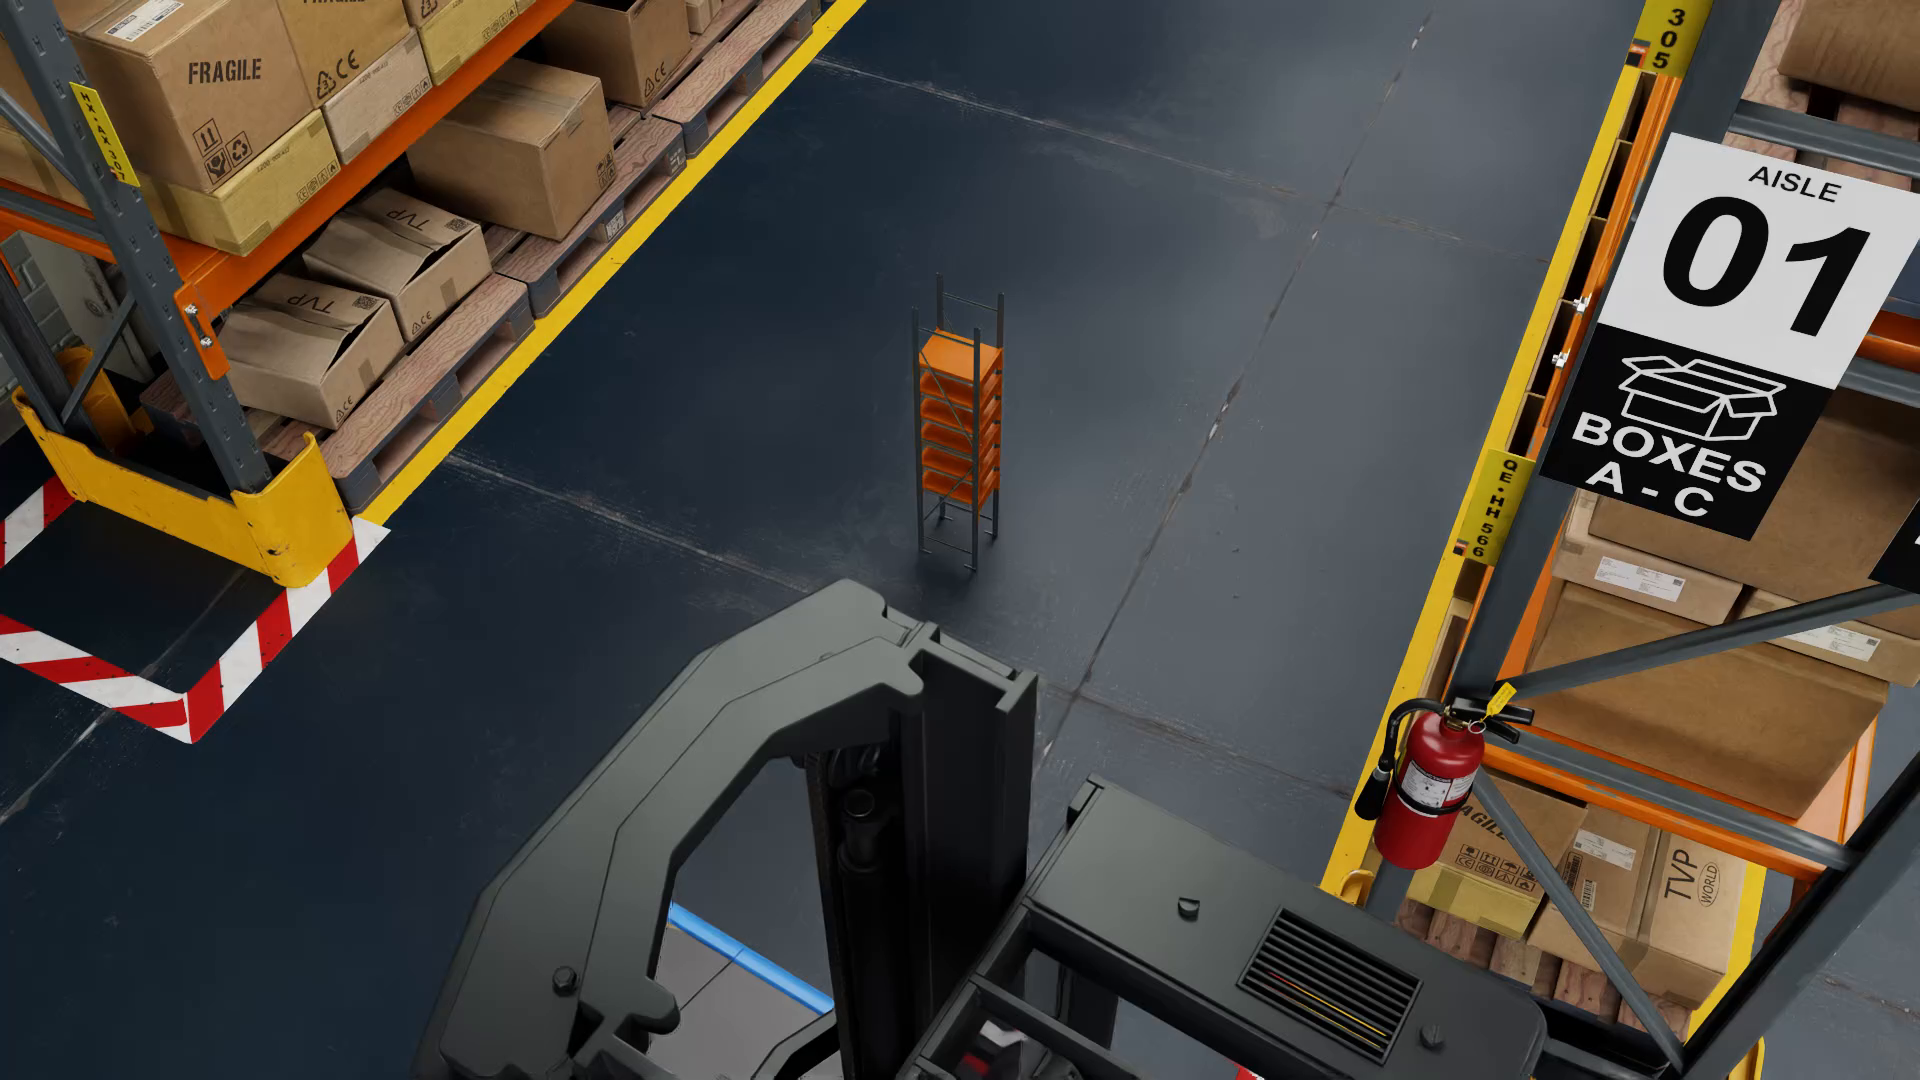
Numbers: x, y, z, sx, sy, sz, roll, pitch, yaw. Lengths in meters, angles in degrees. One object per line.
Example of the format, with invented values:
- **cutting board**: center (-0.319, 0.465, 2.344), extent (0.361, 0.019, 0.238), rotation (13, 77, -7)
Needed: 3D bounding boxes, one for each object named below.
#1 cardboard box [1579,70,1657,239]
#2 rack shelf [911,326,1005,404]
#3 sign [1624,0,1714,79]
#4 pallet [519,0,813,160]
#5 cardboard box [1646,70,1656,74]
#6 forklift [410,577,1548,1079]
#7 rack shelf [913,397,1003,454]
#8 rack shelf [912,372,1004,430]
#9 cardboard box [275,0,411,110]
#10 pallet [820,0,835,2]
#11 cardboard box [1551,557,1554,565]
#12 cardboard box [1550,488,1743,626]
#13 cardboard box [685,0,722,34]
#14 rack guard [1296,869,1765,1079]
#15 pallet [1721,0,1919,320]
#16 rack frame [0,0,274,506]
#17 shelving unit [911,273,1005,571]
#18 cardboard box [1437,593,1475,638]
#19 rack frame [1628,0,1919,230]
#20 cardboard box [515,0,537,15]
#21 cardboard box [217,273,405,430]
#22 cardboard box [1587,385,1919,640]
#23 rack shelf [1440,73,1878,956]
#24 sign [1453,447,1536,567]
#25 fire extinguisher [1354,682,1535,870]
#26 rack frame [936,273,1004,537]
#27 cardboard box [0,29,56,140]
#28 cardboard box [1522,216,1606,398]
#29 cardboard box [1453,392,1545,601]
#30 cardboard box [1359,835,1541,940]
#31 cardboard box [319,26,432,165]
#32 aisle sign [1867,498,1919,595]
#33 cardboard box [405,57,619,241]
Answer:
- **cardboard box**: center (2.811, -1.450, 6.551), extent (0.500, 0.500, 0.500), rotation (20, 52, 16)
- **rack shelf**: center (-0.006, -0.583, 5.544), extent (0.258, 0.103, 0.180), rotation (20, 52, 16)
- **sign**: center (1.098, -0.844, 2.500), extent (0.100, 0.325, 0.005), rotation (20, 52, 16)
- **pallet**: center (-1.444, -2.411, 8.163), extent (1.003, 0.211, 1.213), rotation (20, 52, 16)
- **cardboard box**: center (3.206, -1.978, 7.125), extent (0.500, 0.311, 0.500), rotation (20, 52, 16)
- **forklift**: center (0.186, 1.507, 3.043), extent (3.031, 2.935, 1.130), rotation (26, 54, 20)
- **rack shelf**: center (-0.006, -0.428, 5.727), extent (0.258, 0.103, 0.180), rotation (20, 52, 16)
- **rack shelf**: center (-0.006, -0.506, 5.636), extent (0.258, 0.103, 0.180), rotation (20, 52, 16)
- **cardboard box**: center (-2.202, -1.803, 5.407), extent (0.500, 0.500, 0.500), rotation (20, 52, 16)
- **pallet**: center (-0.857, -3.421, 9.022), extent (1.003, 0.211, 1.213), rotation (20, 52, 16)
- **cardboard box**: center (2.014, -0.137, 4.332), extent (0.700, 0.500, 0.500), rotation (21, 53, 17)
- **cardboard box**: center (1.574, 0.008, 3.782), extent (0.380, 0.149, 0.250), rotation (19, 52, 15)
- **cardboard box**: center (-1.390, -2.634, 8.094), extent (0.380, 0.166, 0.250), rotation (14, 51, 11)
- **rack guard**: center (1.573, 1.402, 4.729), extent (1.175, 0.500, 0.348), rotation (20, 52, 16)
- **pallet**: center (1.909, -0.846, 3.089), extent (1.003, 0.211, 1.213), rotation (20, 52, 16)
- **rack frame**: center (-2.897, -1.034, 5.160), extent (1.000, 3.000, 0.127), rotation (20, 52, 16)
- **shelving unit**: center (-0.006, -0.379, 5.785), extent (0.258, 1.200, 0.189), rotation (20, 52, 16)
- **cardboard box**: center (1.960, 0.172, 5.664), extent (0.500, 0.250, 0.500), rotation (20, 52, 16)
- **rack frame**: center (1.583, -1.369, 1.506), extent (1.000, 3.000, 0.127), rotation (20, 52, 16)
- **cardboard box**: center (-1.752, -2.283, 6.308), extent (0.500, 0.250, 0.500), rotation (20, 53, 16)
- **cardboard box**: center (-2.520, -0.752, 6.397), extent (0.500, 0.311, 0.500), rotation (14, 51, 12)
- **cardboard box**: center (1.817, -0.231, 3.560), extent (0.700, 0.500, 0.500), rotation (20, 52, 16)
- **rack shelf**: center (2.437, -0.569, 5.237), extent (1.077, 0.370, 4.000), rotation (20, 52, 16)
- **sign**: center (1.098, -0.063, 3.418), extent (0.100, 0.325, 0.005), rotation (20, 52, 16)
- **fire extinguisher**: center (1.113, 0.531, 3.880), extent (0.296, 0.674, 0.183), rotation (20, 52, 16)
- **rack frame**: center (0.033, -0.442, 5.838), extent (0.240, 1.200, 0.006), rotation (20, 52, 16)
- **cardboard box**: center (-2.888, -1.628, 5.259), extent (0.500, 0.500, 0.500), rotation (19, 52, 16)
- **cardboard box**: center (2.384, -0.761, 5.965), extent (0.500, 0.500, 0.500), rotation (20, 52, 16)
- **cardboard box**: center (1.957, -0.072, 5.379), extent (0.500, 0.500, 0.500), rotation (20, 52, 16)
- **cardboard box**: center (1.545, 0.865, 5.074), extent (0.500, 0.250, 0.500), rotation (20, 52, 16)
- **cardboard box**: center (-2.193, -1.587, 5.716), extent (0.500, 0.250, 0.500), rotation (18, 52, 15)
- **aisle sign**: center (1.832, -0.122, 2.677), extent (0.394, 0.787, 0.004), rotation (20, 52, 16)
- **cardboard box**: center (-1.918, -1.695, 7.075), extent (0.700, 0.500, 0.500), rotation (17, 52, 14)
